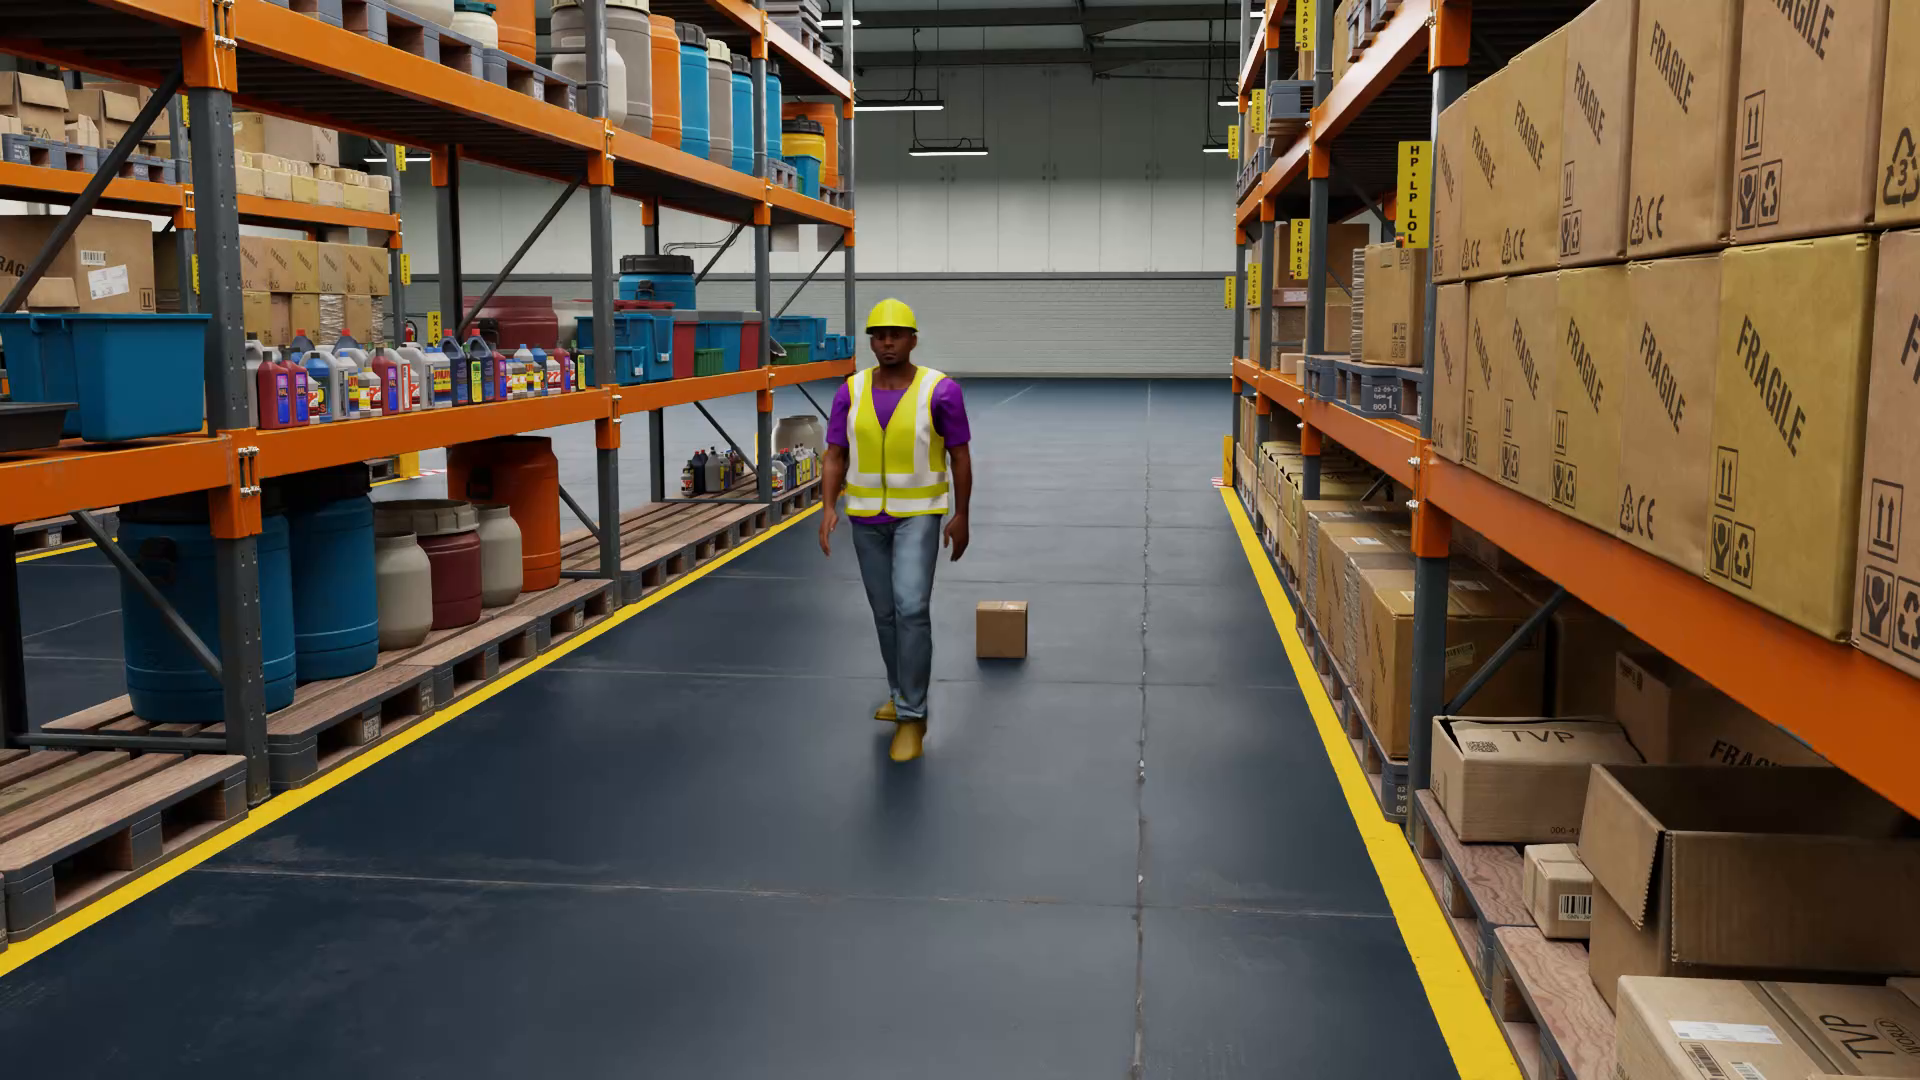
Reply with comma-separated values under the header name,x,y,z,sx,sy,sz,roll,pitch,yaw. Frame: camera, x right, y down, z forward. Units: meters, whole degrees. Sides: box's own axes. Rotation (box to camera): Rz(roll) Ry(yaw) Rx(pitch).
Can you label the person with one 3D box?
name,x,y,z,sx,sy,sz,roll,pitch,yaw
person,-0.275,-0.036,6.689,0.583,1.779,0.692,2,8,17
